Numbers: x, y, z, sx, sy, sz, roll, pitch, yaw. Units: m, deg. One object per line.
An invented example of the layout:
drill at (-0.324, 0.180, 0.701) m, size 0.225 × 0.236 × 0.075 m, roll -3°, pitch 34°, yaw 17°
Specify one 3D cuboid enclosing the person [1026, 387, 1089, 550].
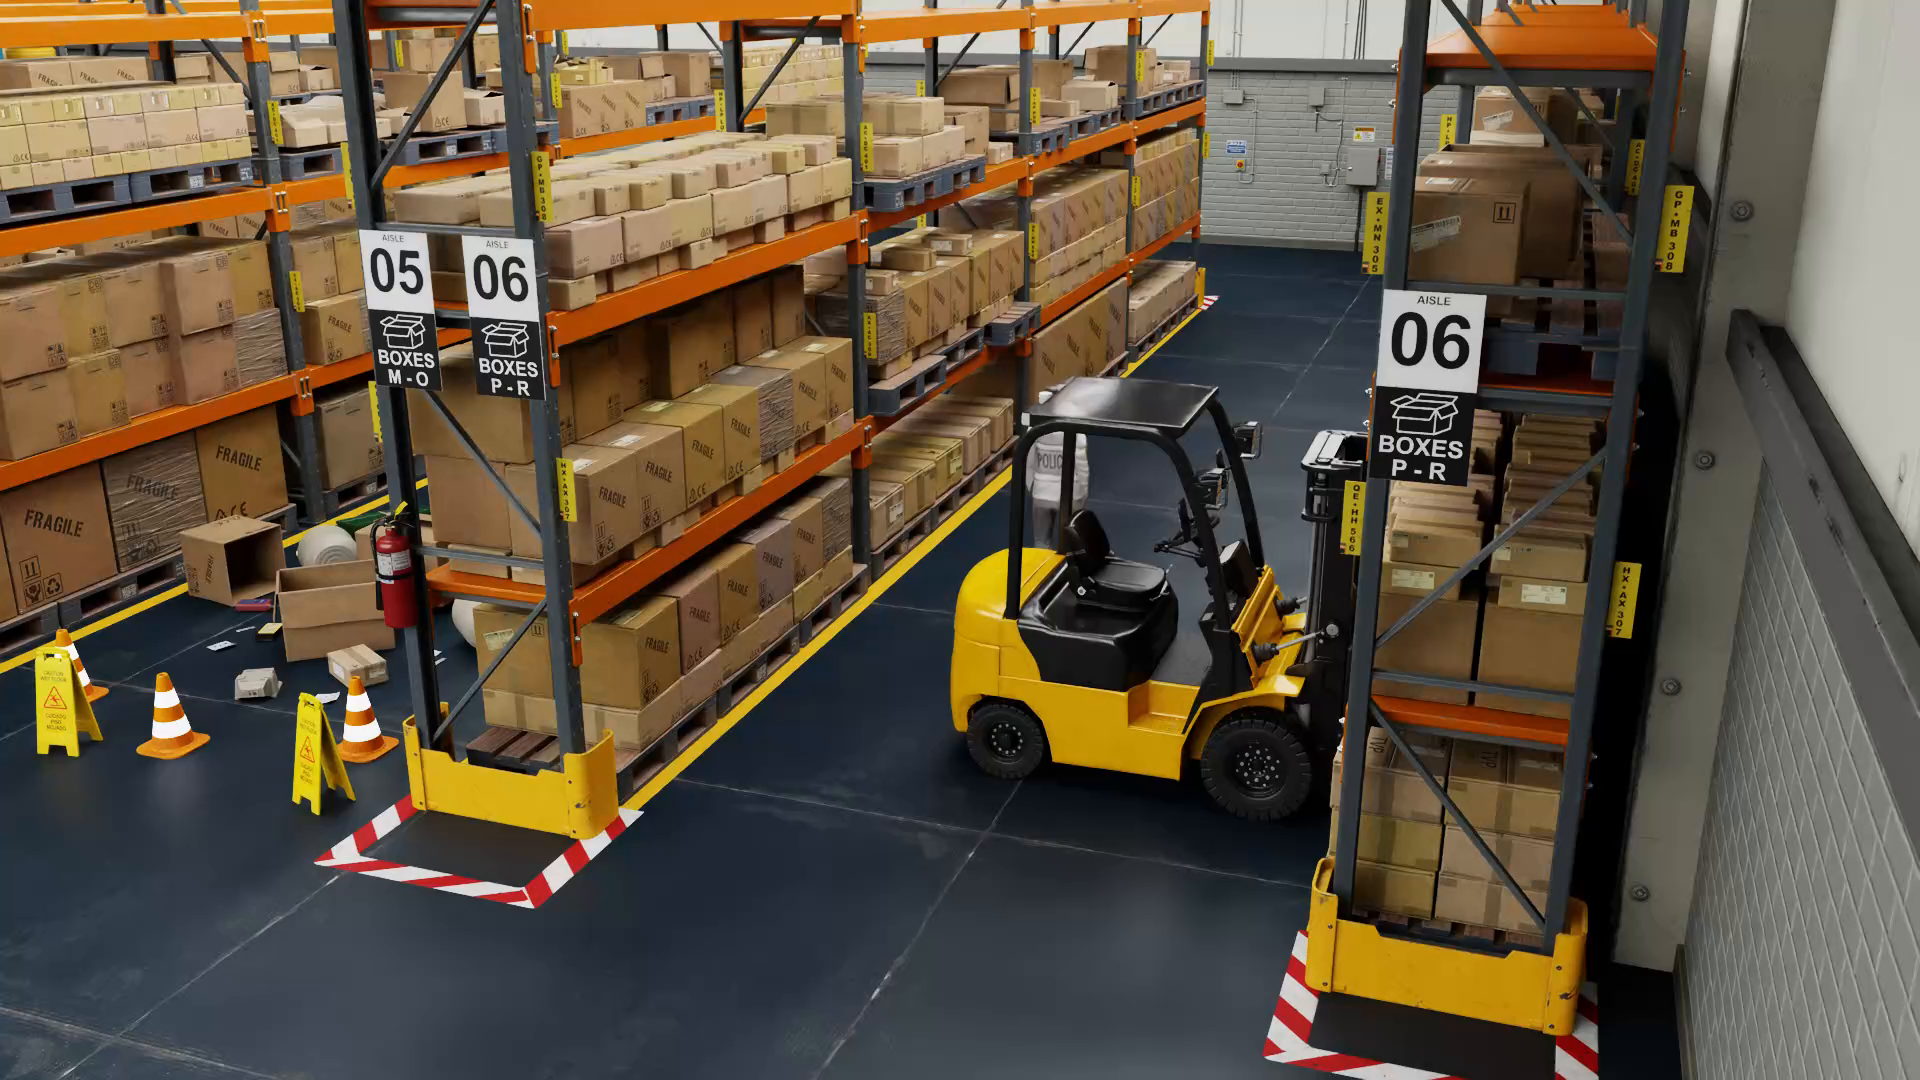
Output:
person at (0.694, -0.297, 12.001) m, size 0.496 × 1.635 × 0.428 m, roll 7°, pitch 20°, yaw 19°
